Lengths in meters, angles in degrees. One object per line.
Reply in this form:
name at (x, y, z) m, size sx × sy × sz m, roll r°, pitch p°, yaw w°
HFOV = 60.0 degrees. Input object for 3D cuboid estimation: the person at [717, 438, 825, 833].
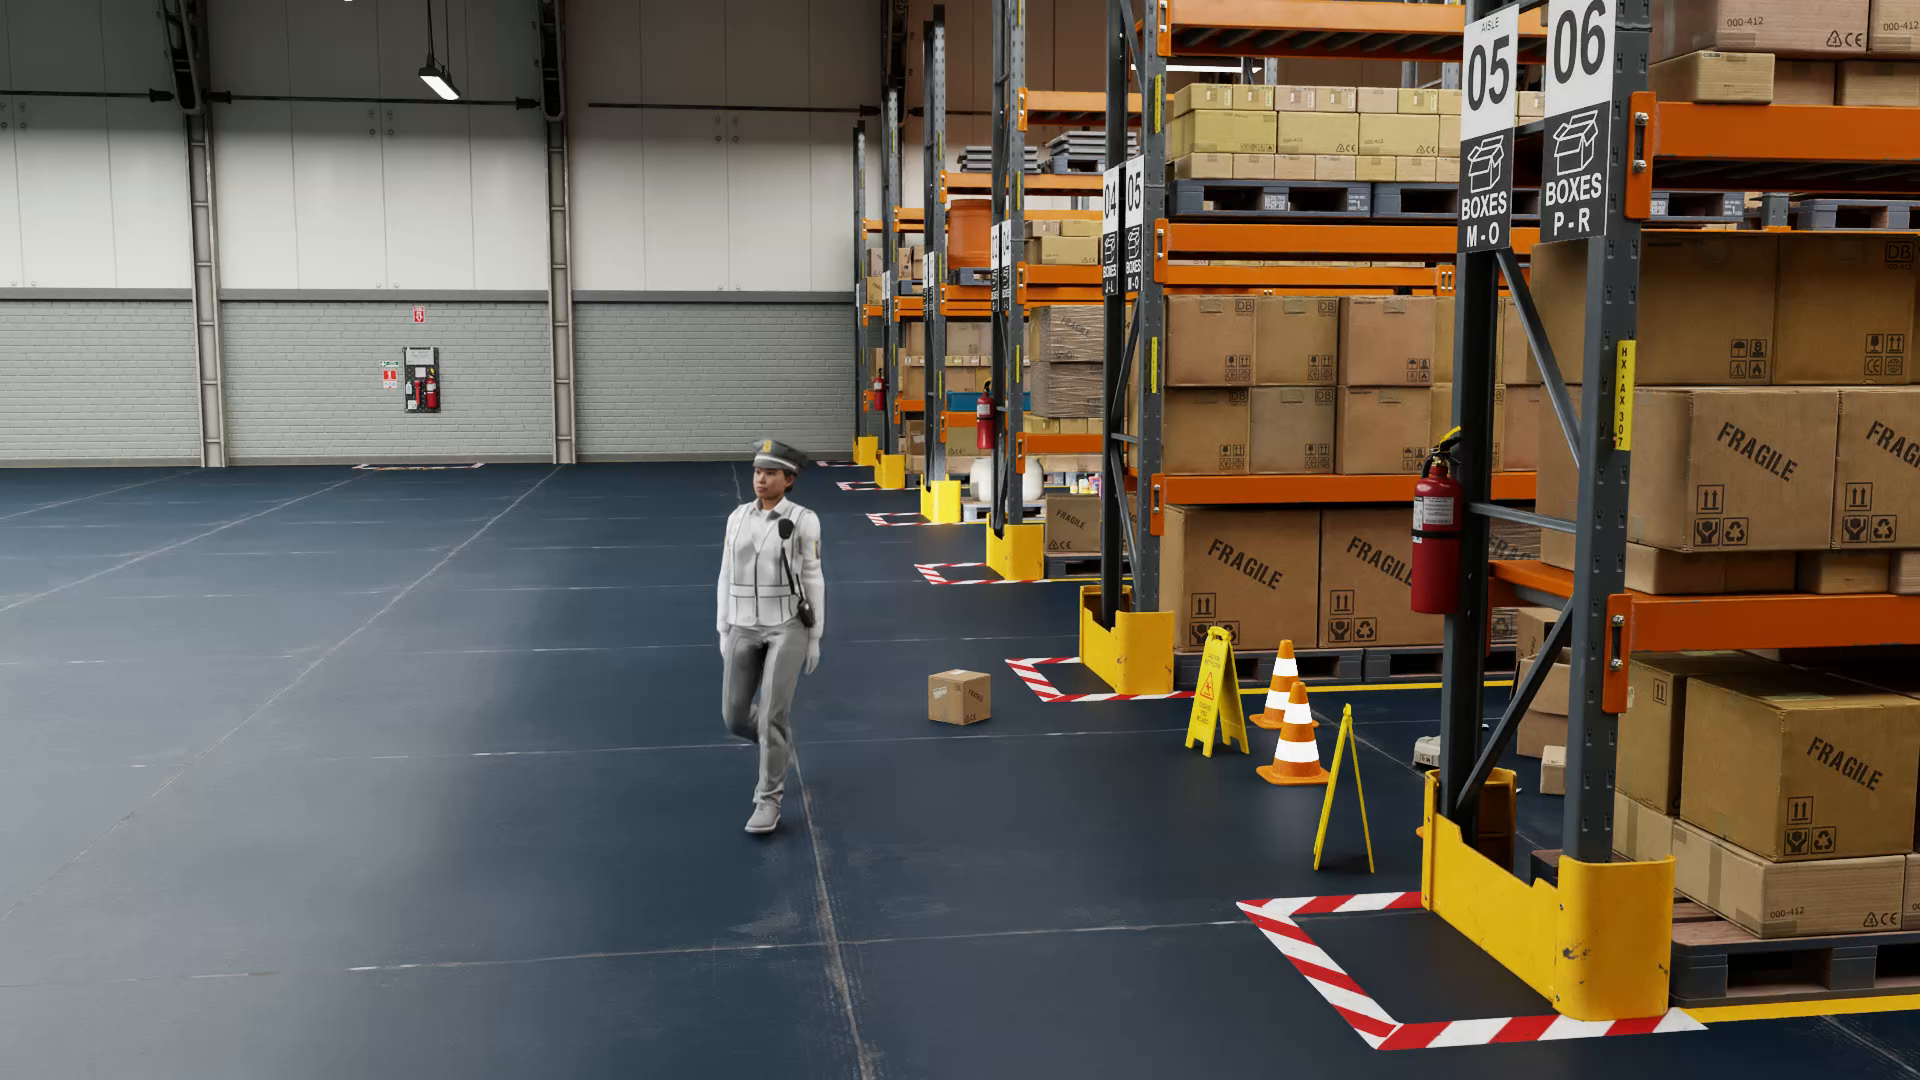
person at (-0.826, 0.384, 7.273) m, size 0.489 × 1.667 × 0.672 m, roll 2°, pitch 7°, yaw 17°
